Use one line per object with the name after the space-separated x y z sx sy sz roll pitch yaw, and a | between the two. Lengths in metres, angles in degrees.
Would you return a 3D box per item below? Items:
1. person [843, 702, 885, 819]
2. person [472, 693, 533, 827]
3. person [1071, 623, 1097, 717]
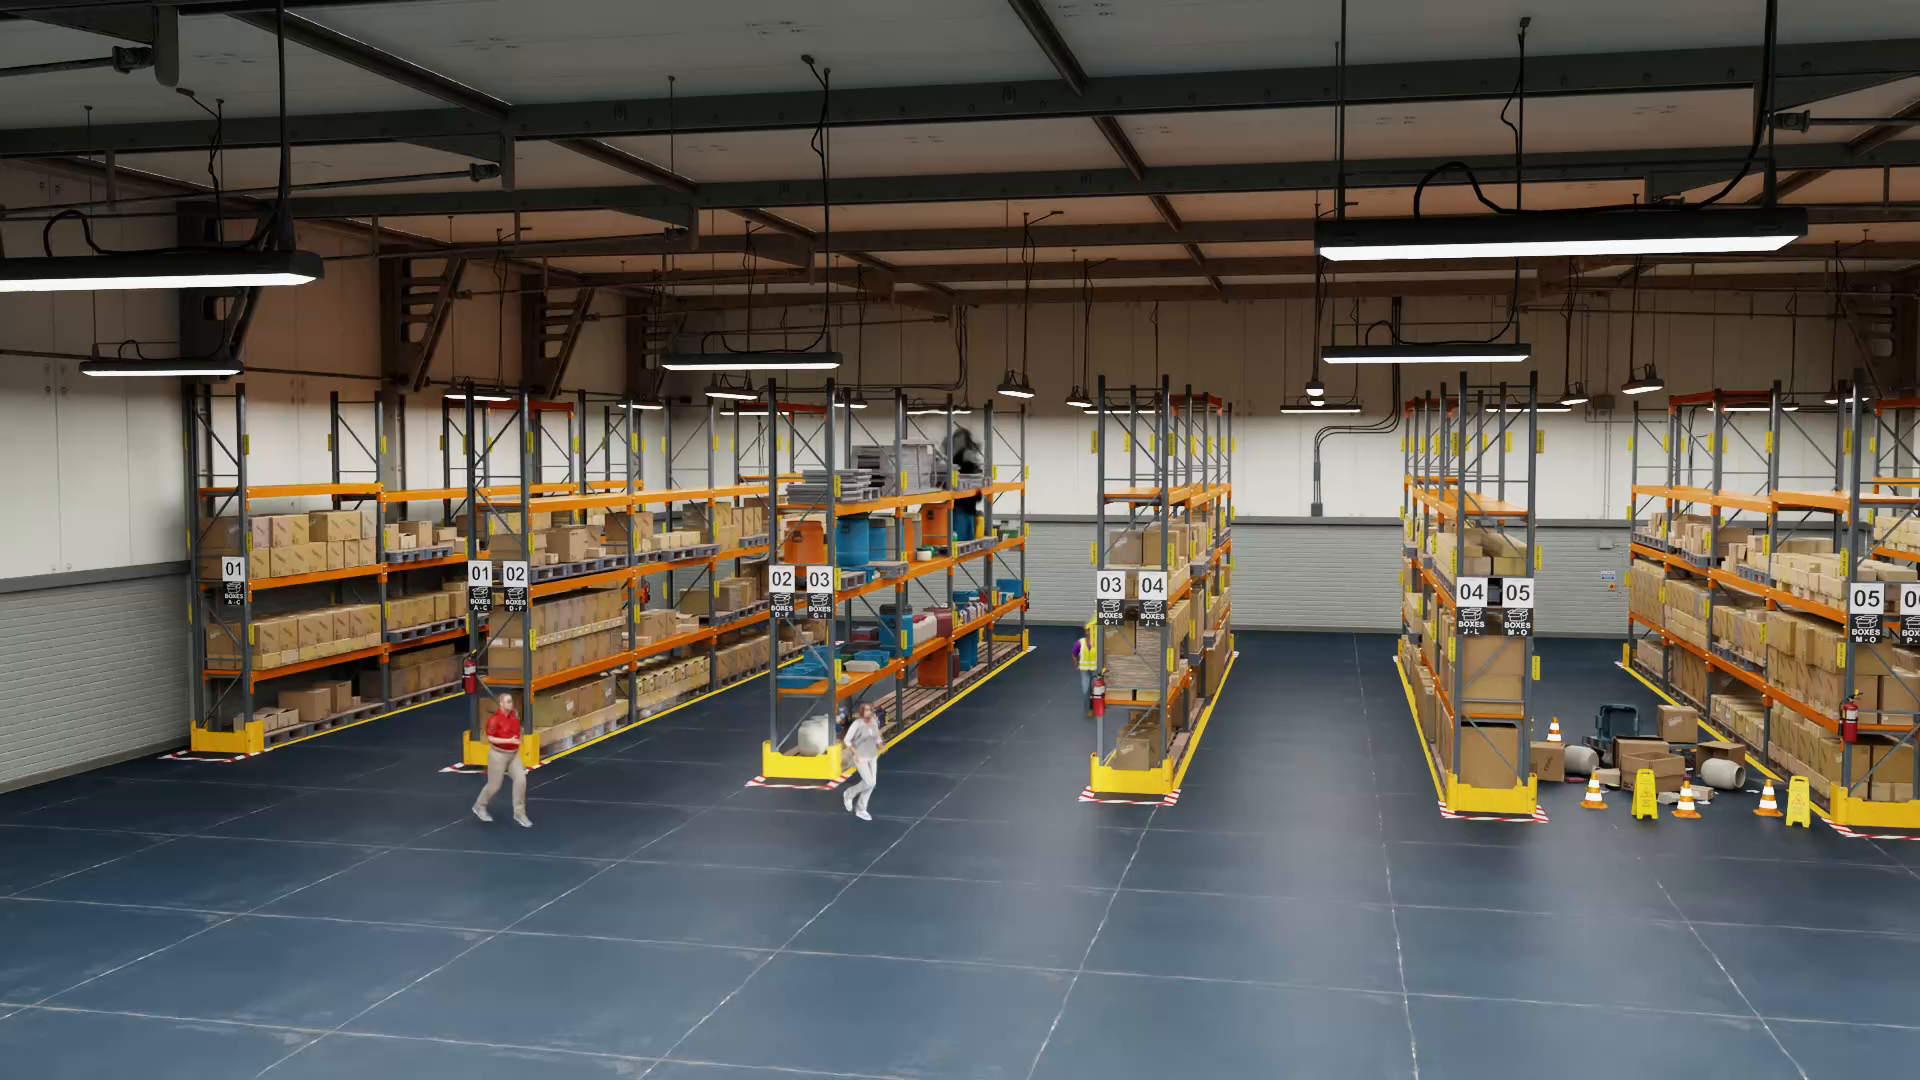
-1.264 2.954 22.294 0.527 1.570 0.569 -3 4 -43 | person
-6.030 2.894 21.899 0.893 1.774 0.611 2 4 29 | person
2.390 2.392 30.607 0.696 1.718 0.605 0 3 7 | person
